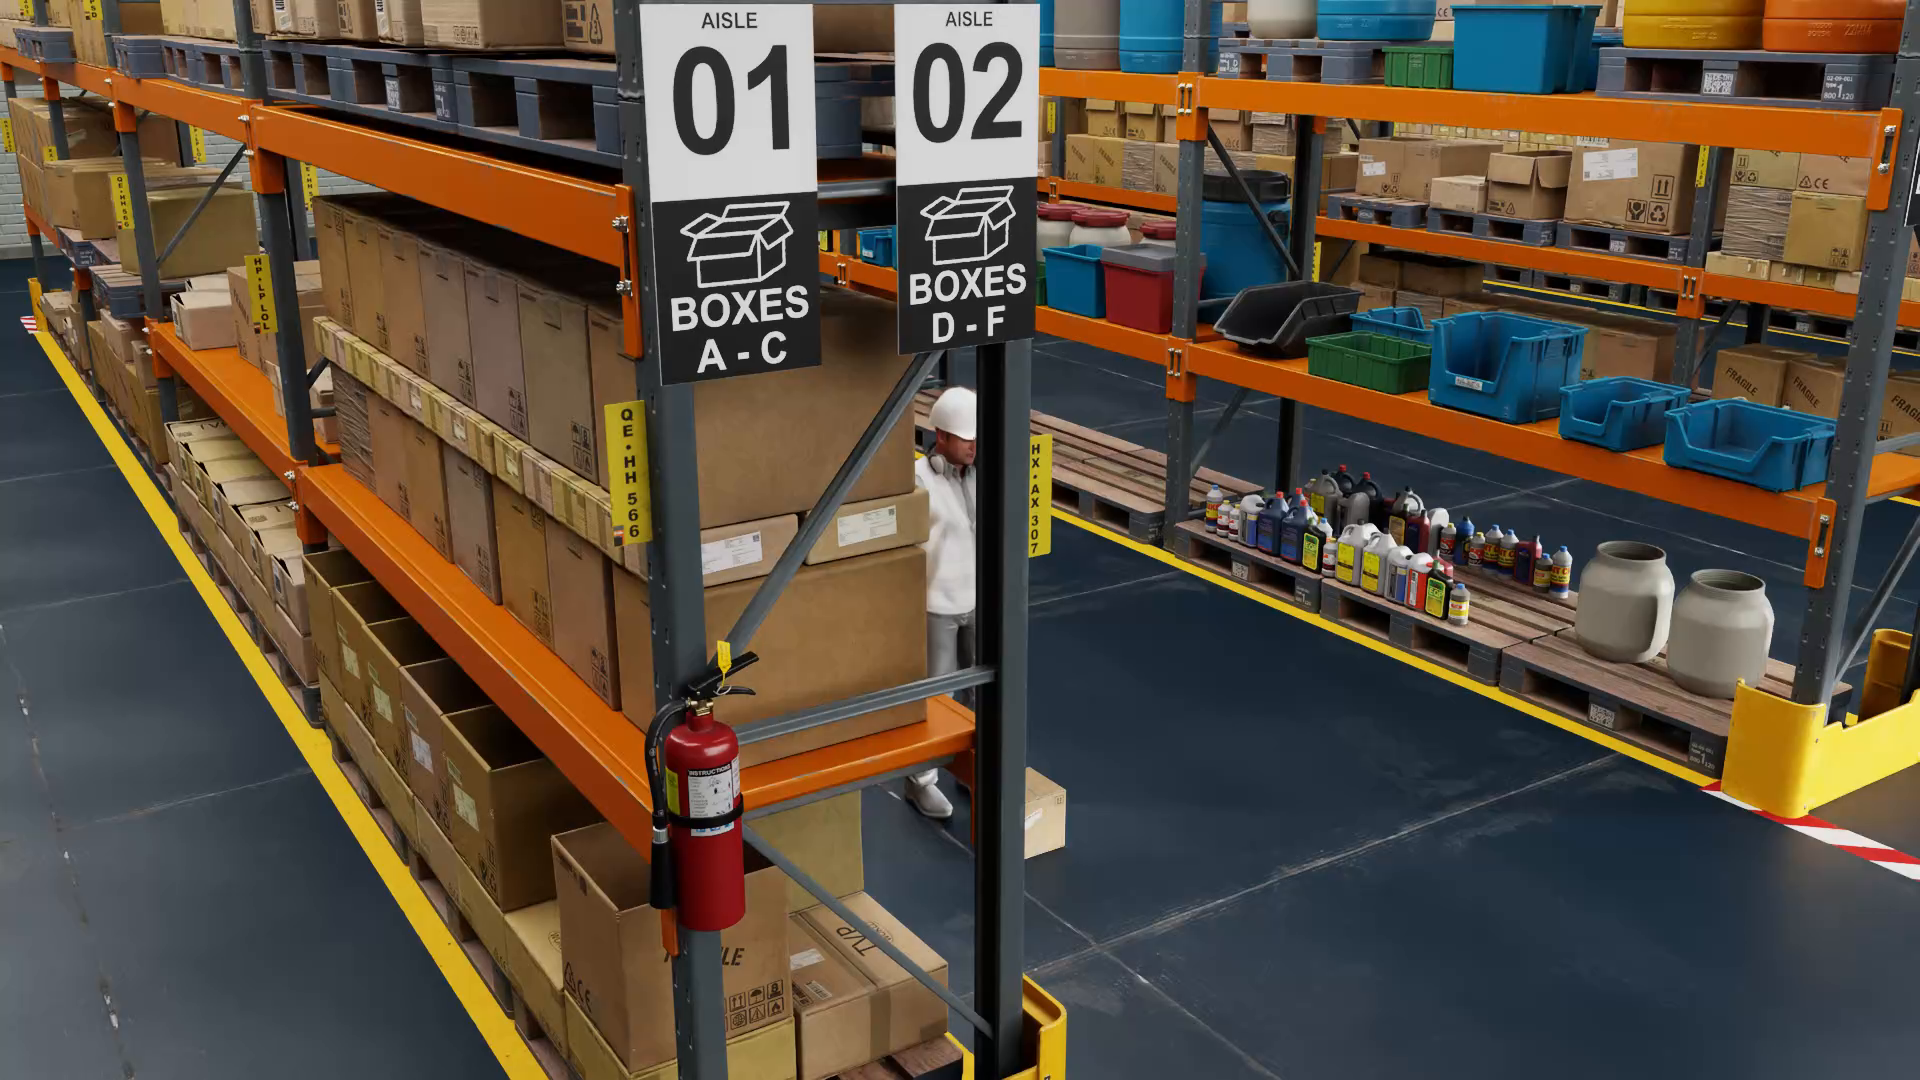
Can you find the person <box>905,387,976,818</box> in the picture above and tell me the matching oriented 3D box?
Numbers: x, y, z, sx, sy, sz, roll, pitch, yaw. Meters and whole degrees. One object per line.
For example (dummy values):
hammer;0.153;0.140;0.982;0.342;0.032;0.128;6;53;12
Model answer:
person;-0.023;0.248;6.766;0.445;1.764;0.357;-11;21;-30
